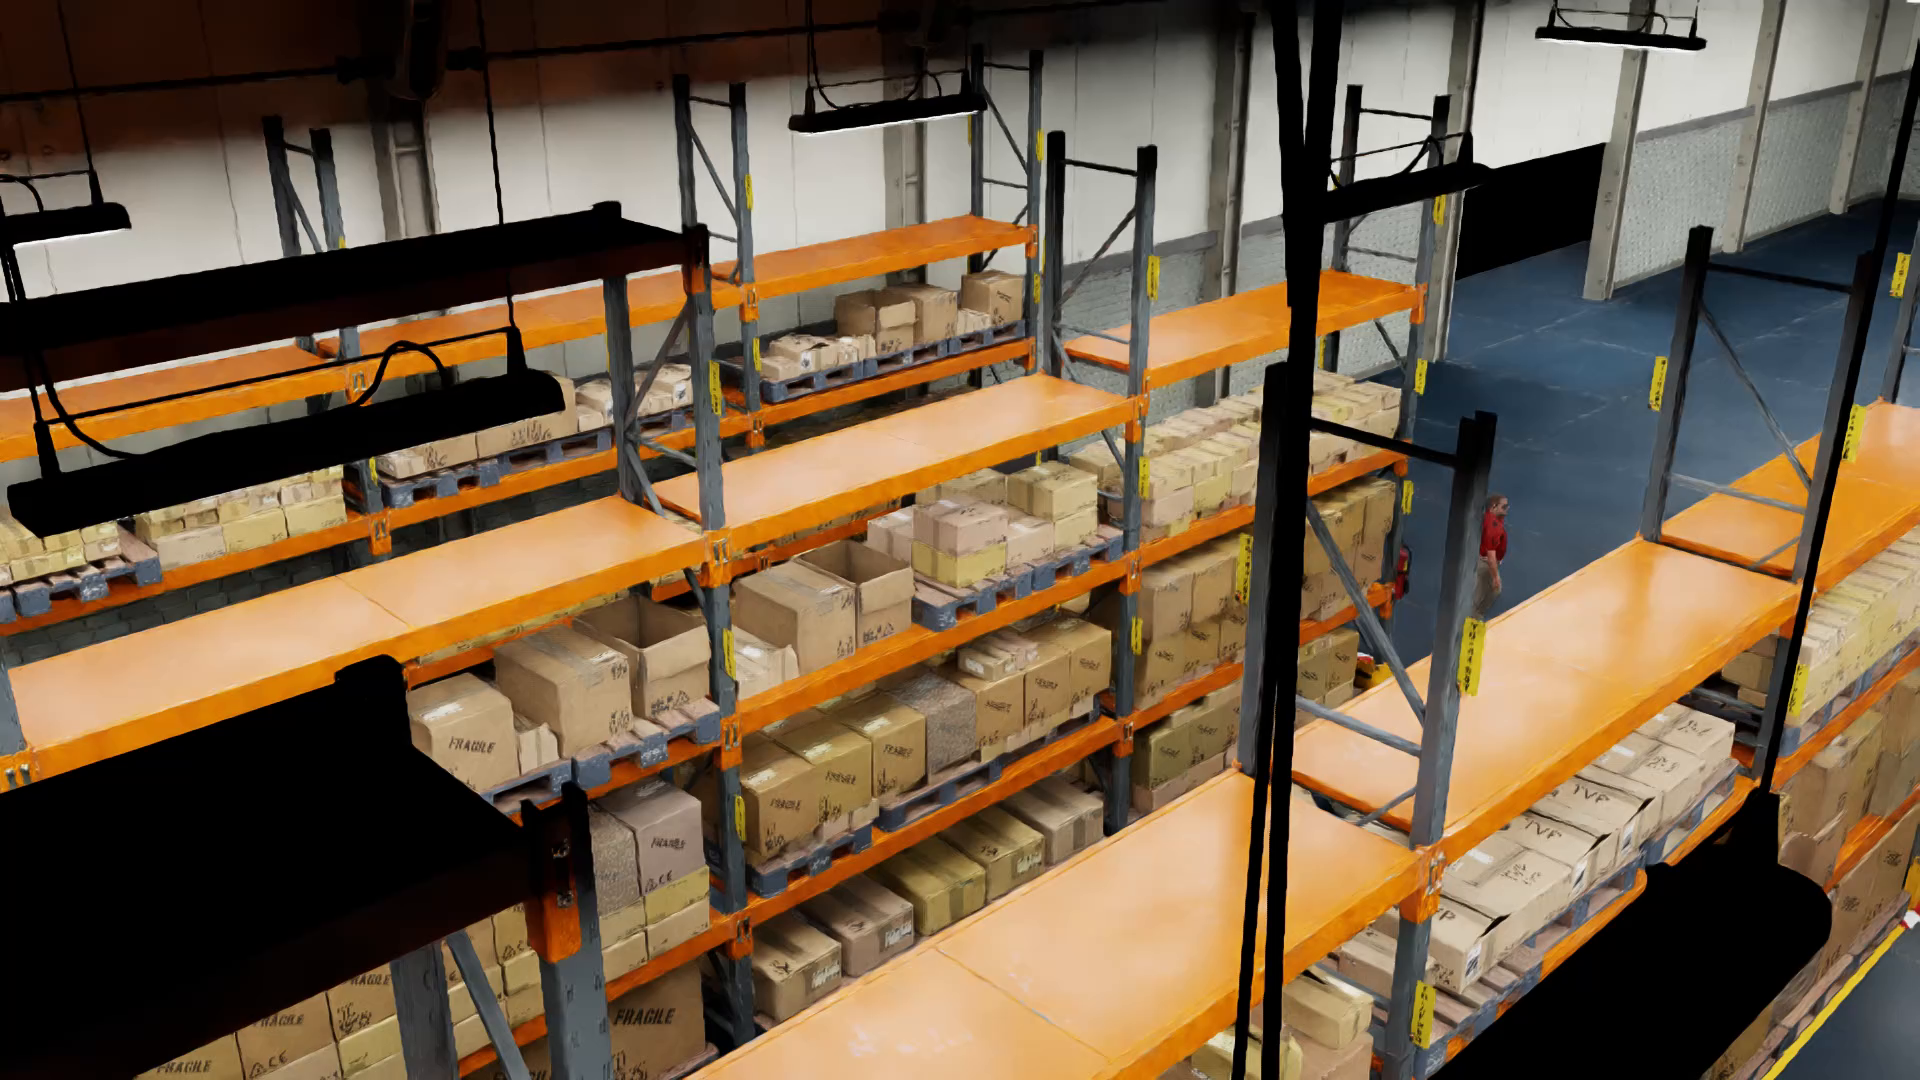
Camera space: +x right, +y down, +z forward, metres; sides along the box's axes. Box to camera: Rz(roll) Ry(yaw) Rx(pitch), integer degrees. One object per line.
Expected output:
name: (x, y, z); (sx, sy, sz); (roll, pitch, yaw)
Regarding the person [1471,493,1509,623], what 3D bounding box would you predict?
person: (5.635, 0.277, 17.941); (0.489, 1.728, 0.651); (5, 23, 12)
